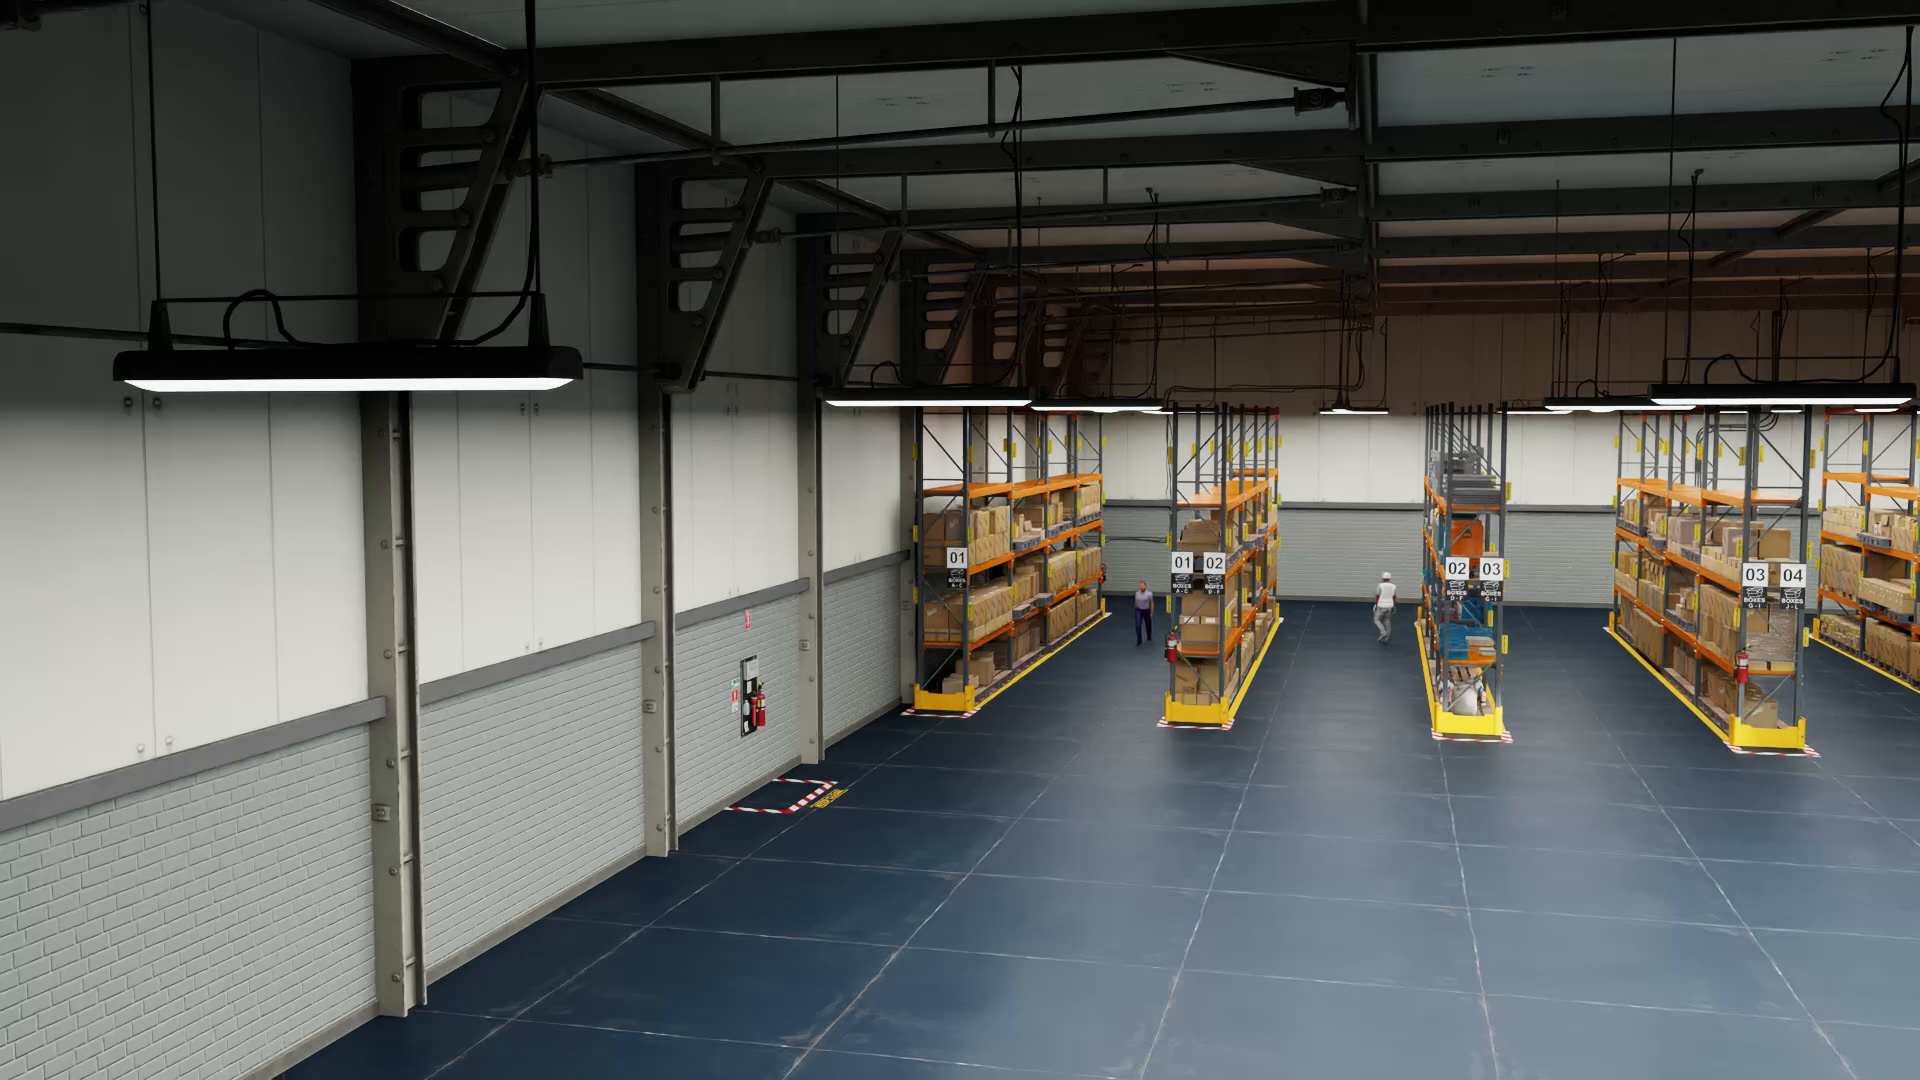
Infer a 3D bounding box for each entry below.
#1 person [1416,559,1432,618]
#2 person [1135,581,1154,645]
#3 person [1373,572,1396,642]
[{"bbox_3d":[13.300,1.376,47.137,0.709,1.708,0.530,1,4,11],"label":"person"},{"bbox_3d":[4.639,1.826,41.822,0.485,1.589,0.838,1,4,12],"label":"person"},{"bbox_3d":[10.802,1.712,42.202,0.586,1.787,0.547,-1,4,-14],"label":"person"}]
